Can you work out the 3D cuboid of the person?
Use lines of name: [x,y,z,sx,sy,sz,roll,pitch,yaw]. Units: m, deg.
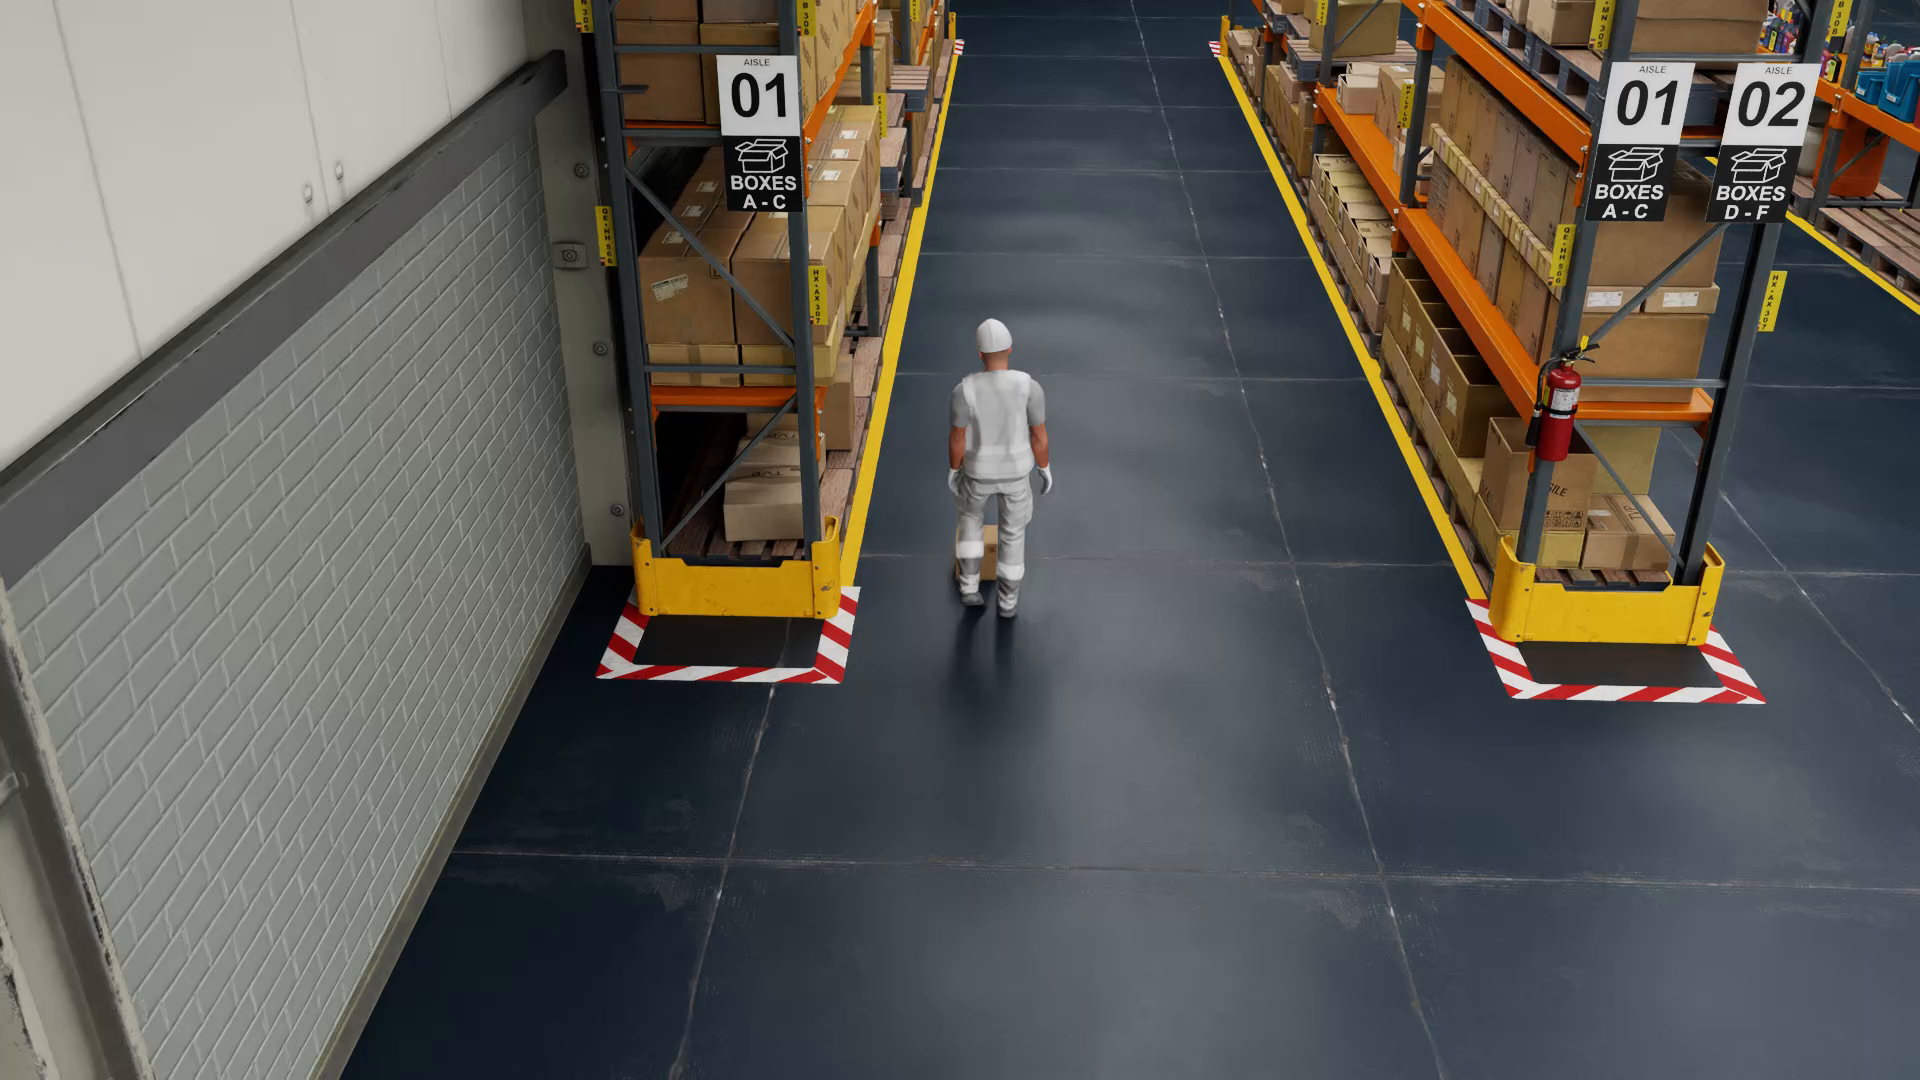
person: [0.223,-0.386,9.347,0.587,1.823,0.421,0,28,0]
